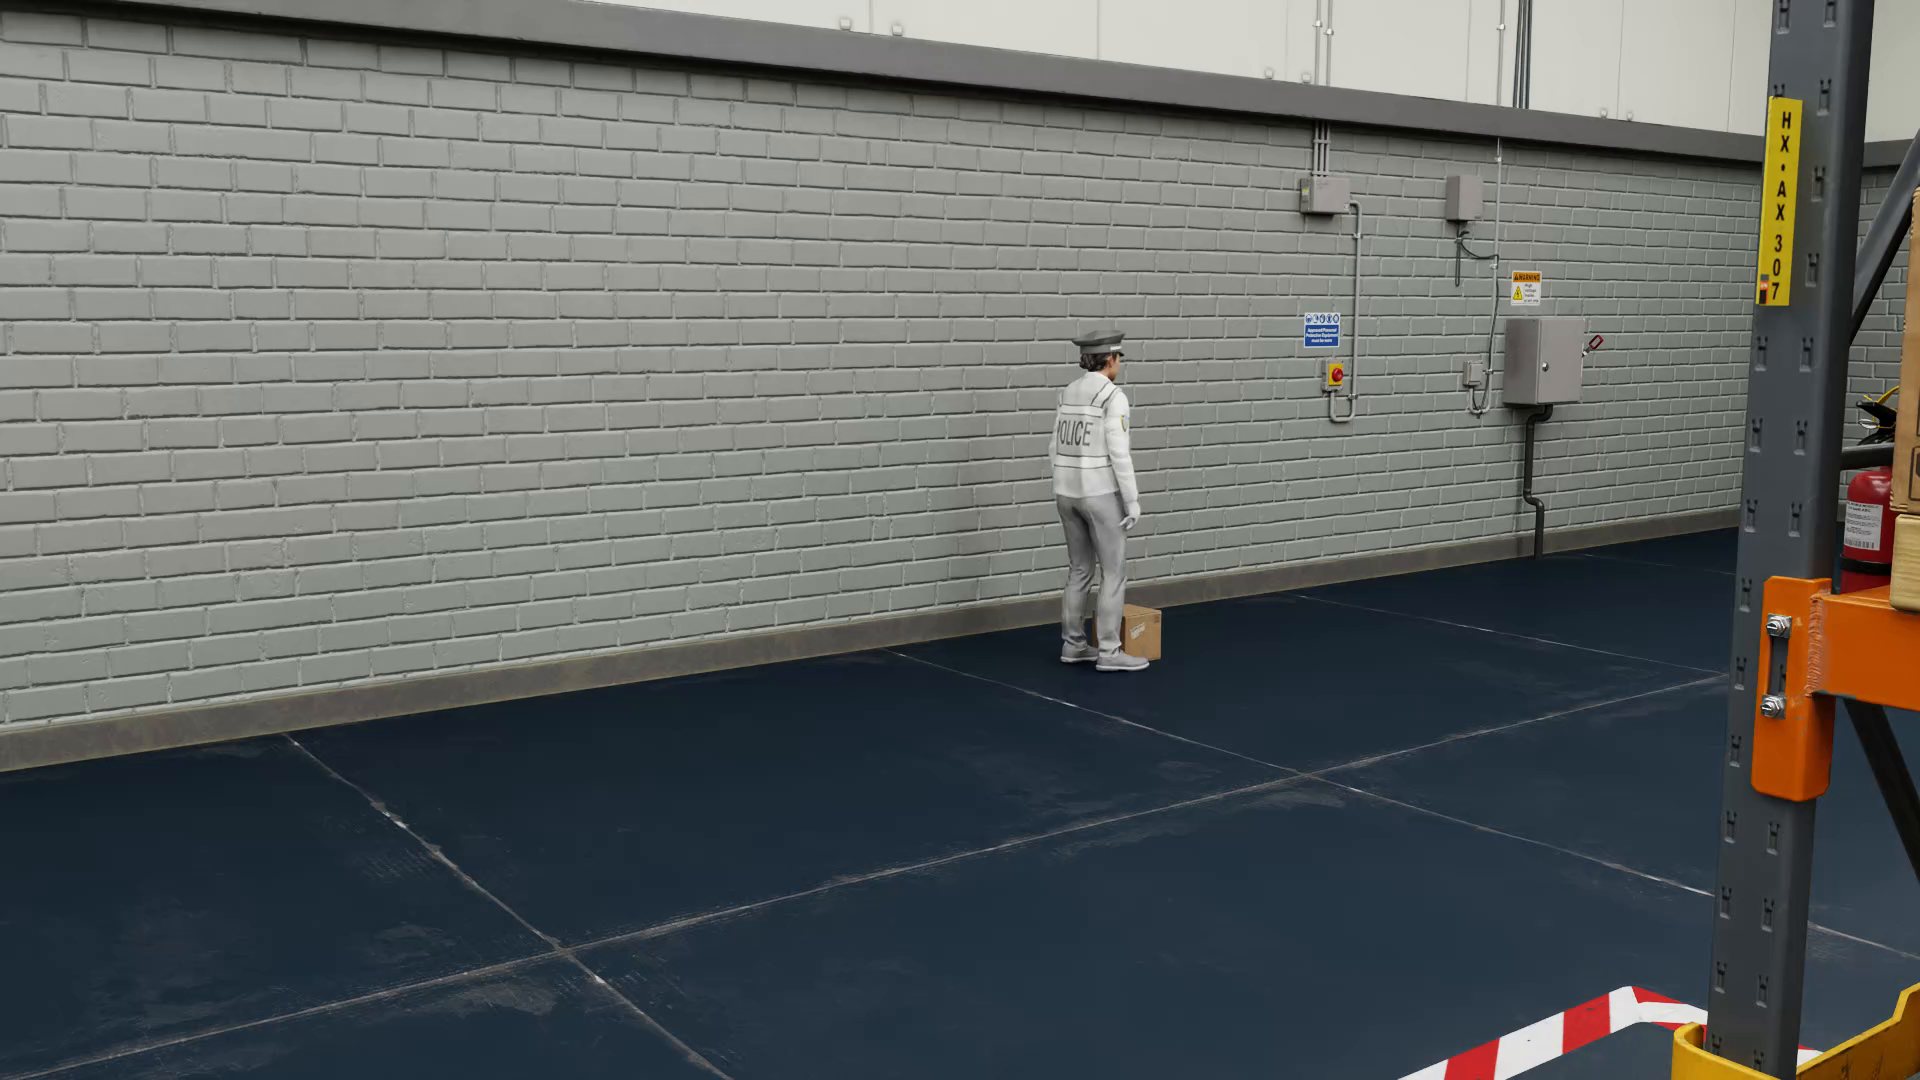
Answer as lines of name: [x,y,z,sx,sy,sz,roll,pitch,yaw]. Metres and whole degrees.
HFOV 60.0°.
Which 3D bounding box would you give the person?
person: [0.663,-0.200,8.235,0.371,1.666,0.546,-6,10,-38]
